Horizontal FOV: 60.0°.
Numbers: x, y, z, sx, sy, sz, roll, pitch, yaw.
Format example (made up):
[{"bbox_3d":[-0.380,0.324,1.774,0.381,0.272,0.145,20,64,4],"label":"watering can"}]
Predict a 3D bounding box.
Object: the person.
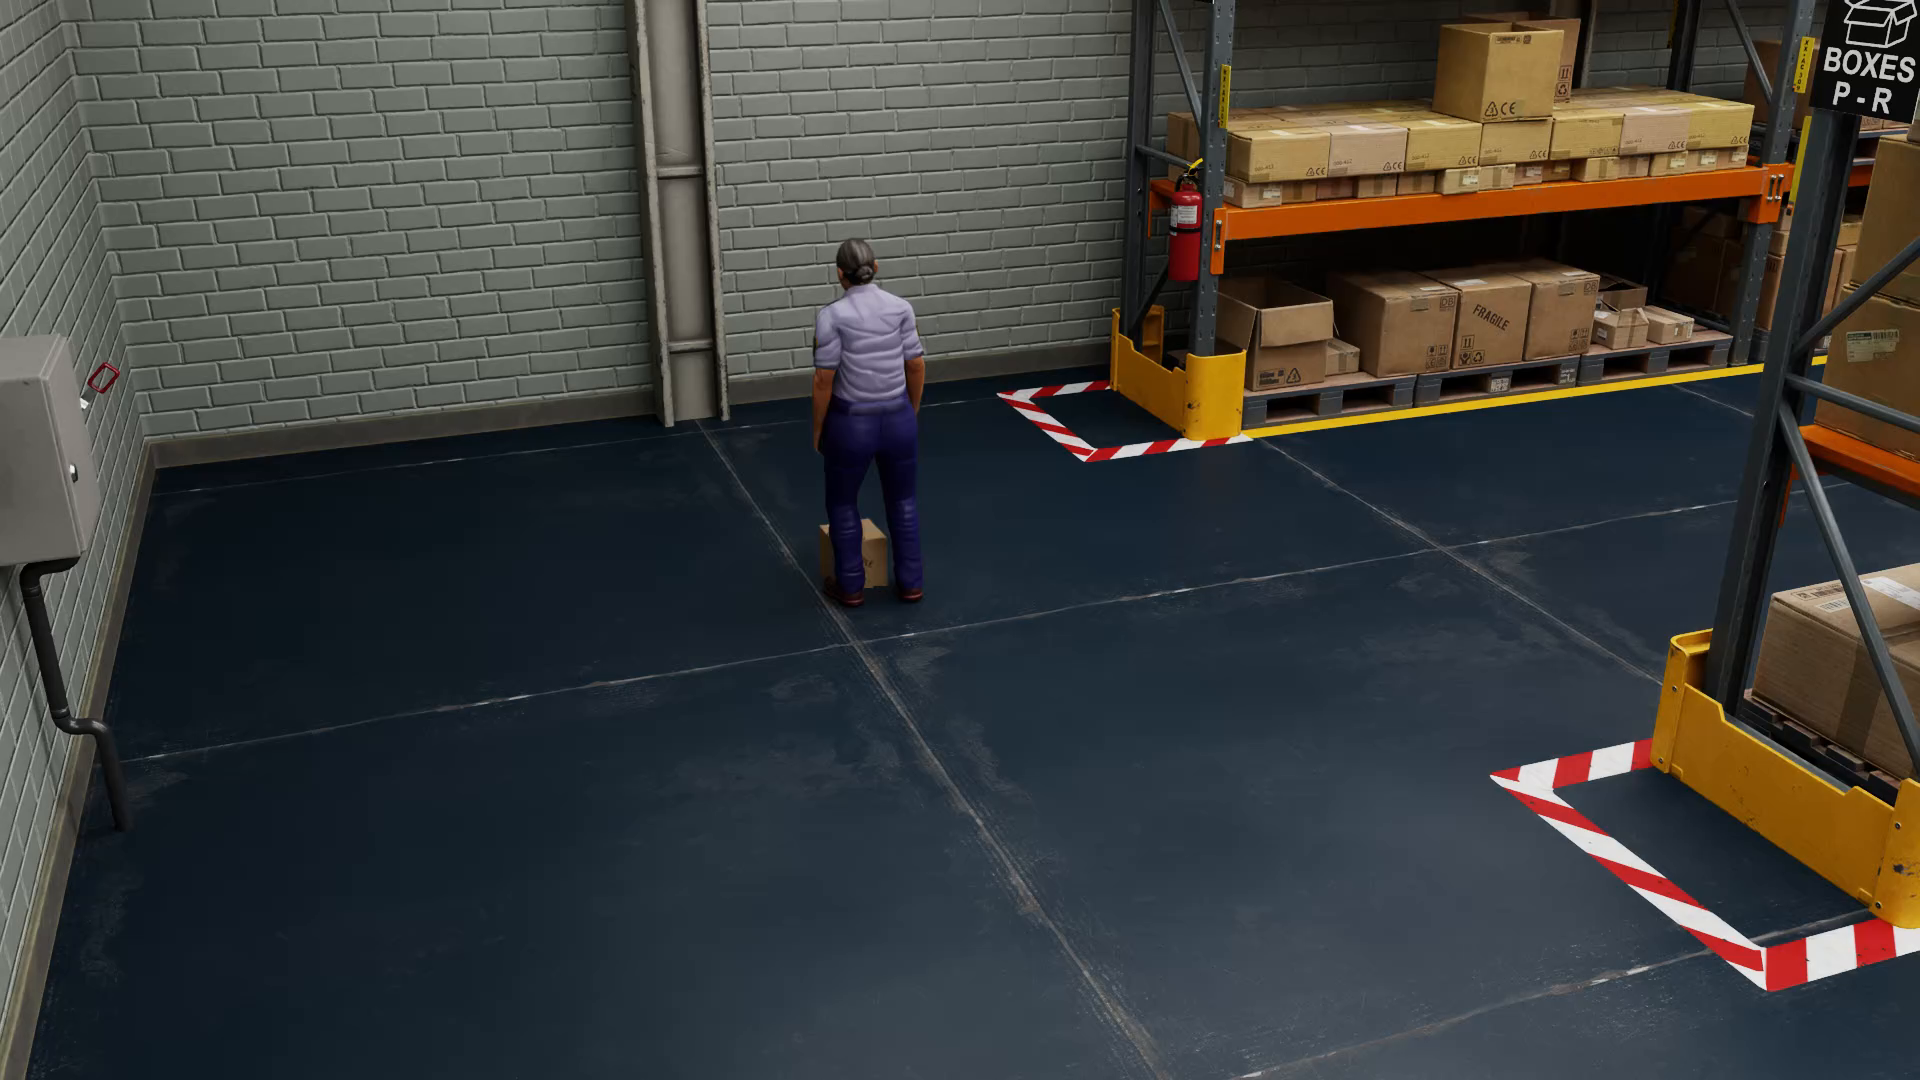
[{"bbox_3d":[-0.407,-0.503,7.307,0.538,1.652,0.410,-9,24,-21],"label":"person"}]
